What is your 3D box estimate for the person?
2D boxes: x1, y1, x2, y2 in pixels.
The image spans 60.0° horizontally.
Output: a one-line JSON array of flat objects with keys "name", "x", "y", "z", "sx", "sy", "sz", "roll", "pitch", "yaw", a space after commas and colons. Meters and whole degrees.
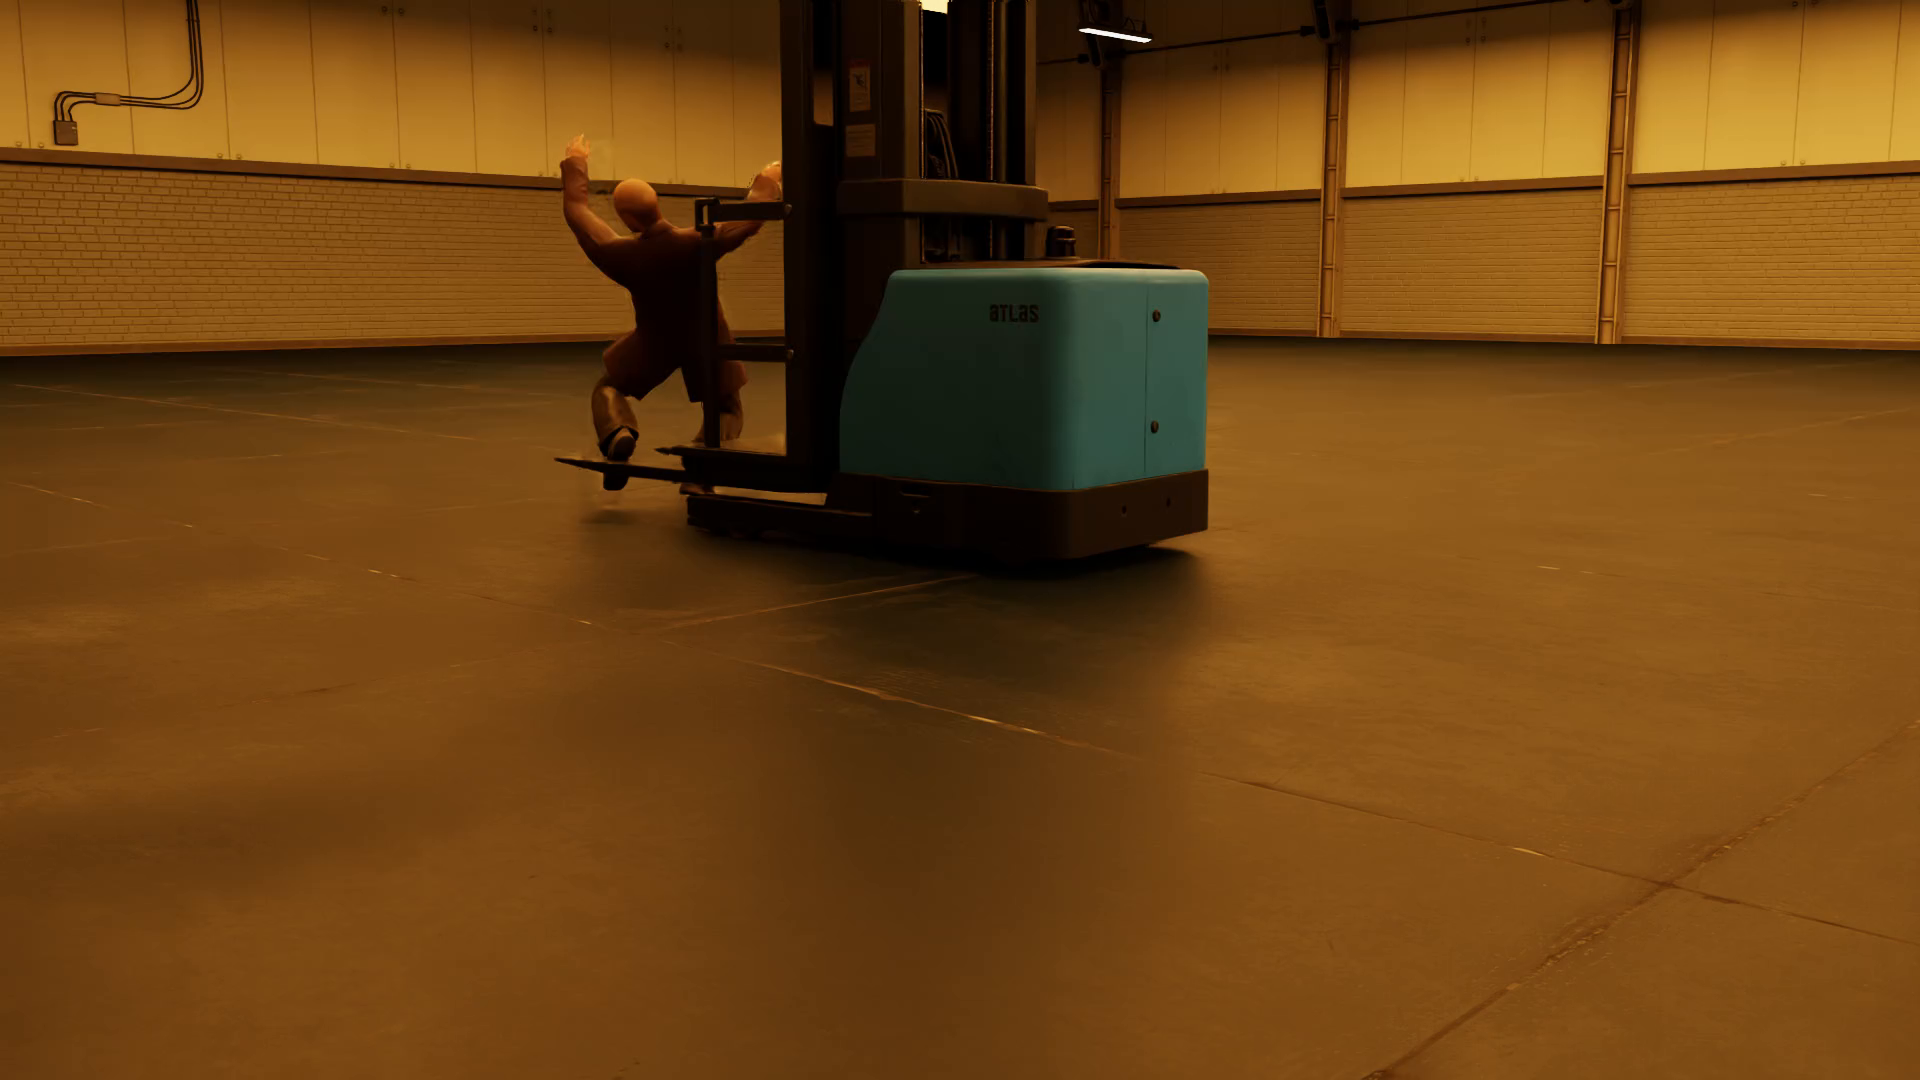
[{"name": "person", "x": -1.305, "y": -1.022, "z": 7.654, "sx": 1.038, "sy": 1.683, "sz": 0.725, "roll": 0, "pitch": 9, "yaw": -3}]

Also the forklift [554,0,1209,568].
[{"name": "forklift", "x": -0.499, "y": -1.505, "z": 6.869, "sx": 3.031, "sy": 2.935, "sz": 1.130, "roll": 7, "pitch": 11, "yaw": 38}]
